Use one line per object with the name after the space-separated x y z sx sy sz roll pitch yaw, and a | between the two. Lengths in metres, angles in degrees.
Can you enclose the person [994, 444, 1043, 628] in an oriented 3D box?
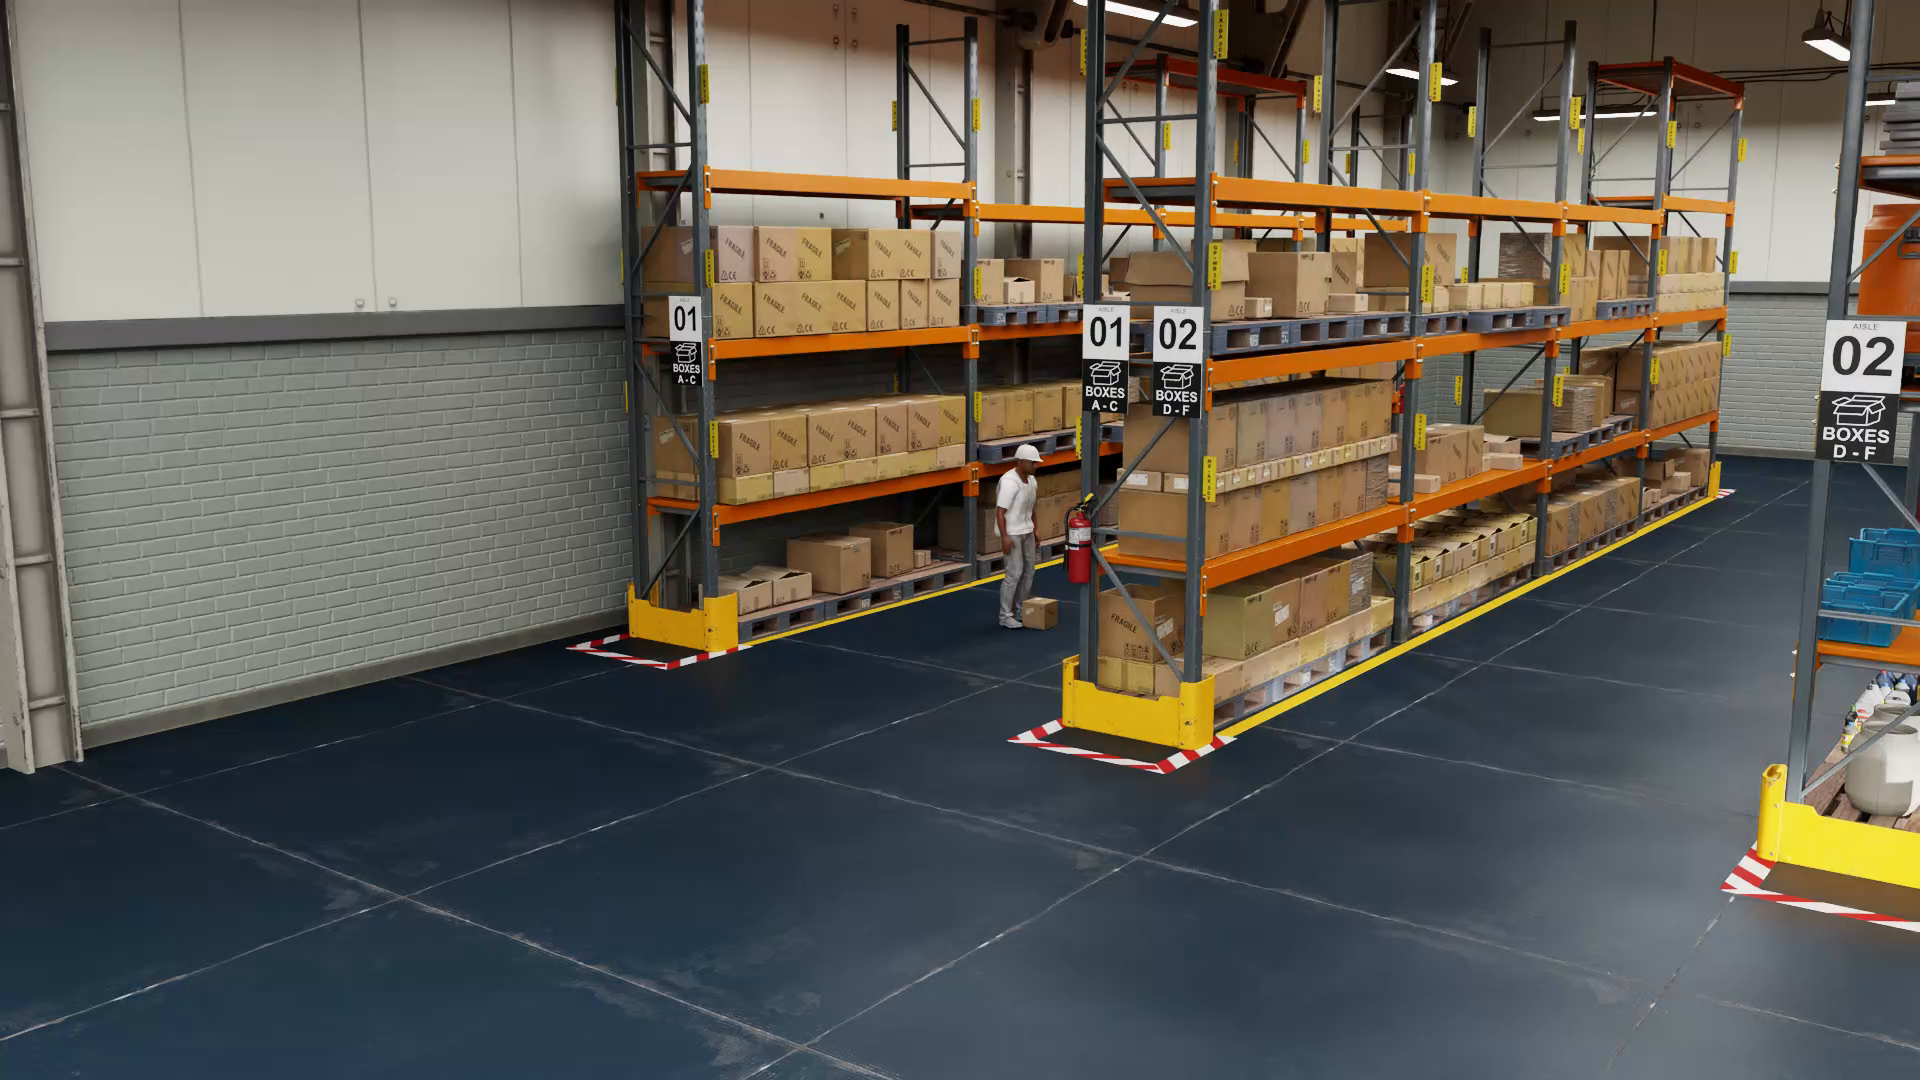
0.581 -0.052 16.143 0.455 1.761 0.628 7 12 34 | person
